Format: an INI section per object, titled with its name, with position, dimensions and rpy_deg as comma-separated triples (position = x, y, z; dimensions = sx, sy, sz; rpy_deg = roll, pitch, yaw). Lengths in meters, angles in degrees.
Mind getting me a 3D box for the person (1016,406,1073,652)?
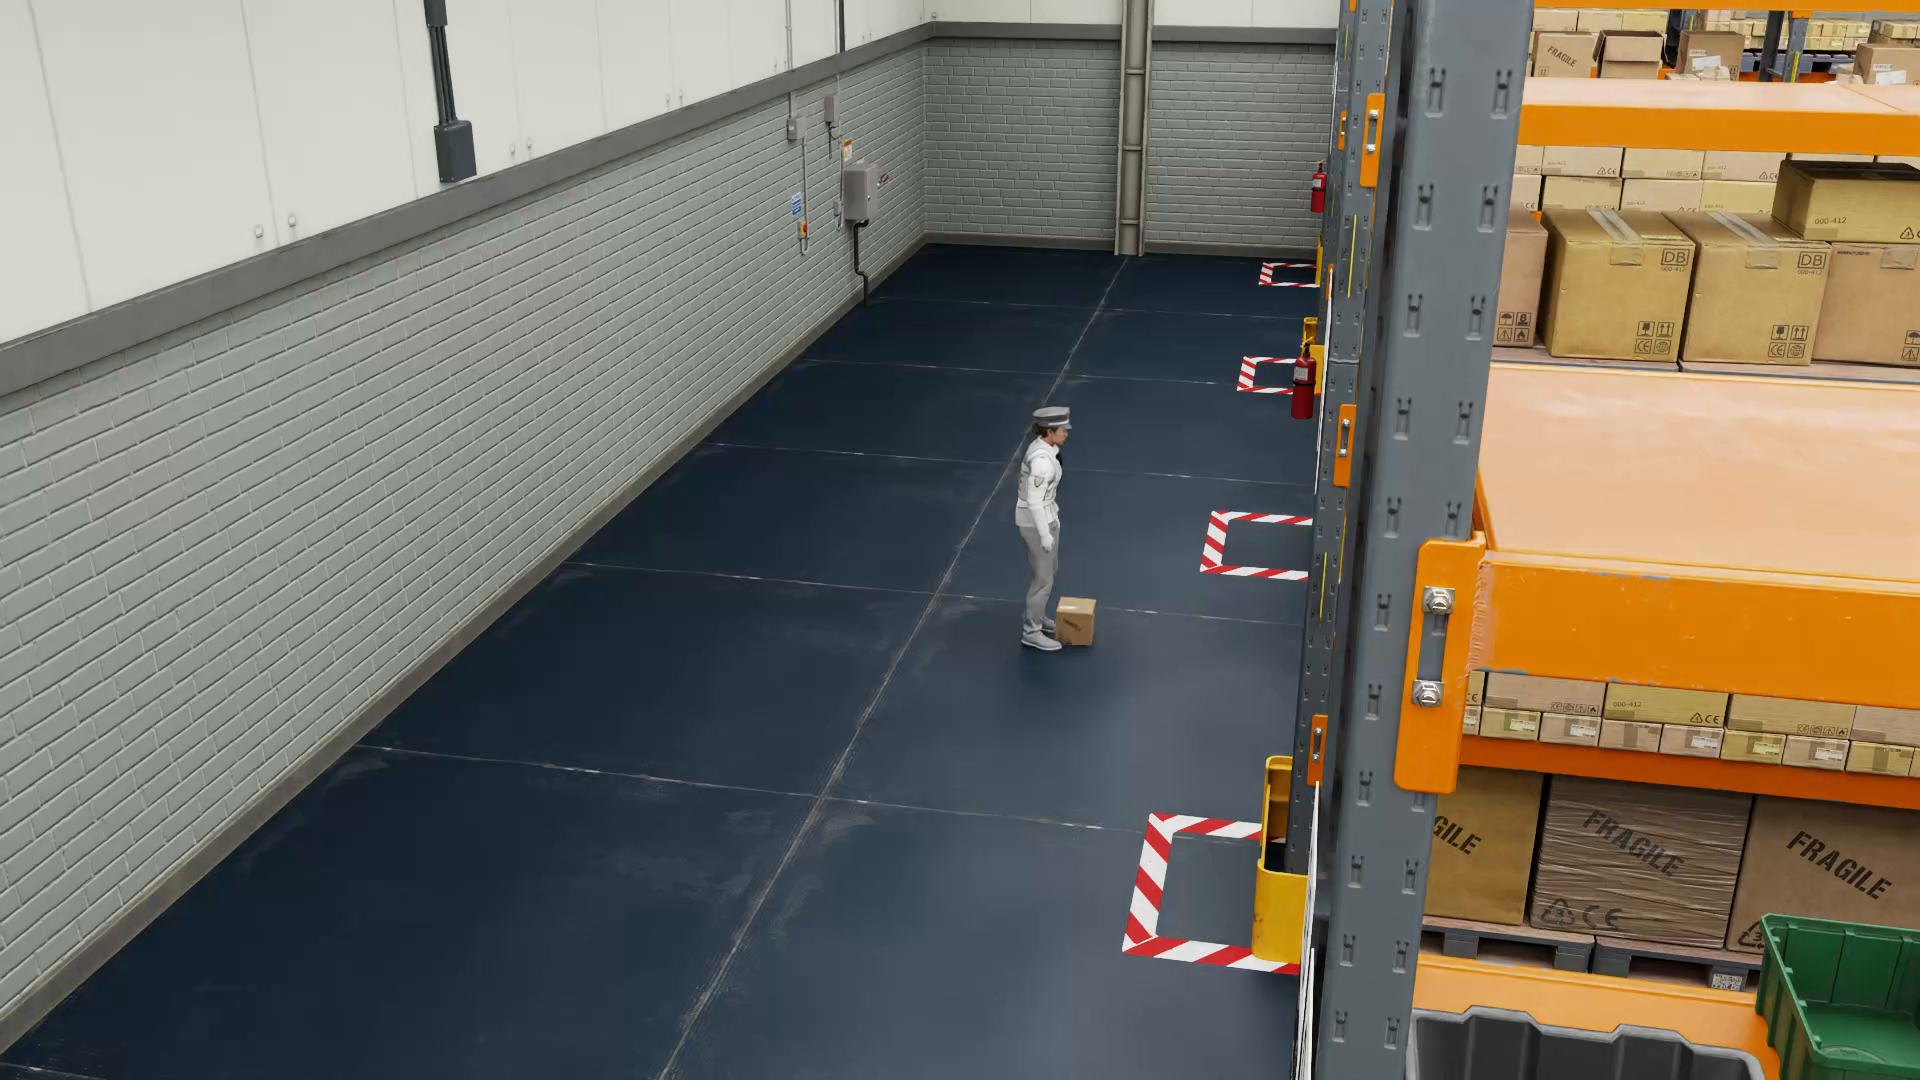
[person]
position = 0.568, -0.105, 11.346
dimensions = 0.375, 1.662, 0.542
rpy_deg = 3, 22, 8
